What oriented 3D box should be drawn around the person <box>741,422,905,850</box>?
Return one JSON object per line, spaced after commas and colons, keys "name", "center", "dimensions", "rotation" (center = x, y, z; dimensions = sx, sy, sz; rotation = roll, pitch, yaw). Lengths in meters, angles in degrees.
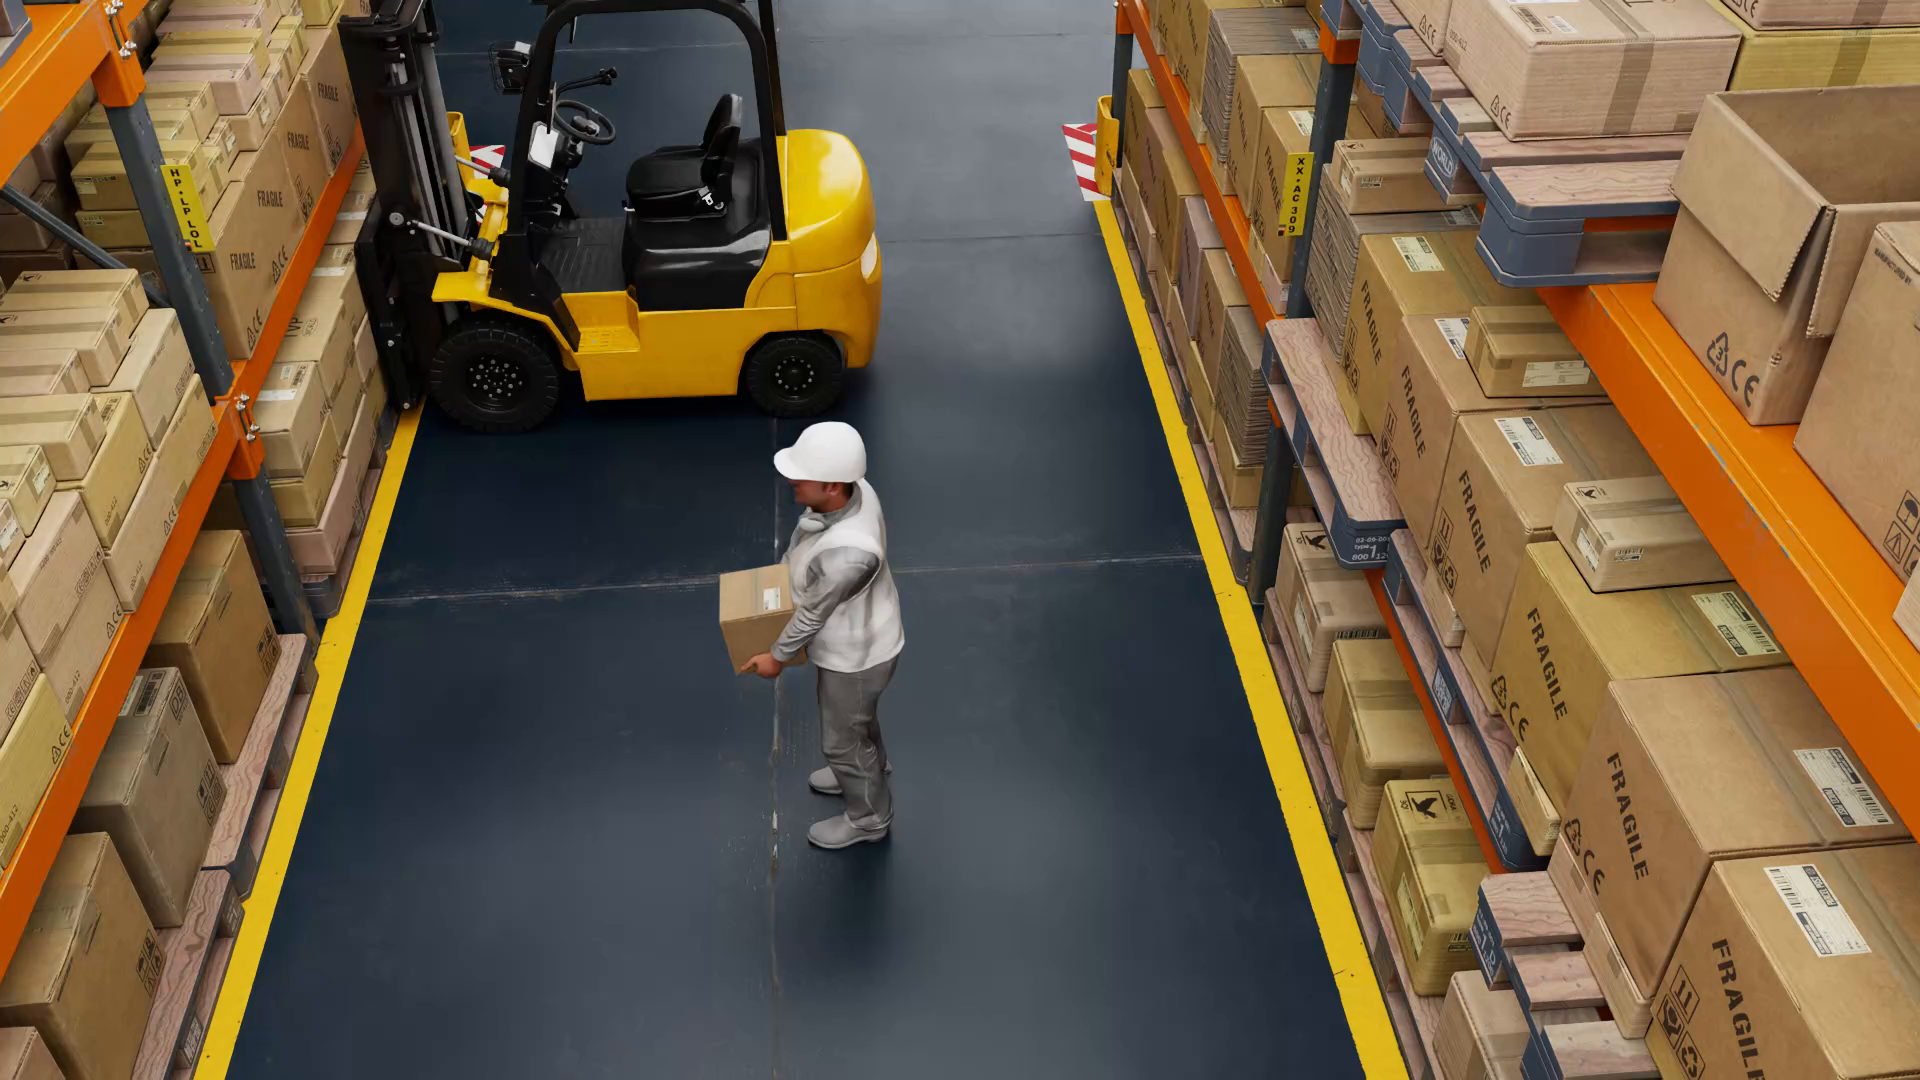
{"name": "person", "center": [-0.473, 0.341, 5.715], "dimensions": [0.558, 1.772, 0.494], "rotation": [-4, 39, -5]}
